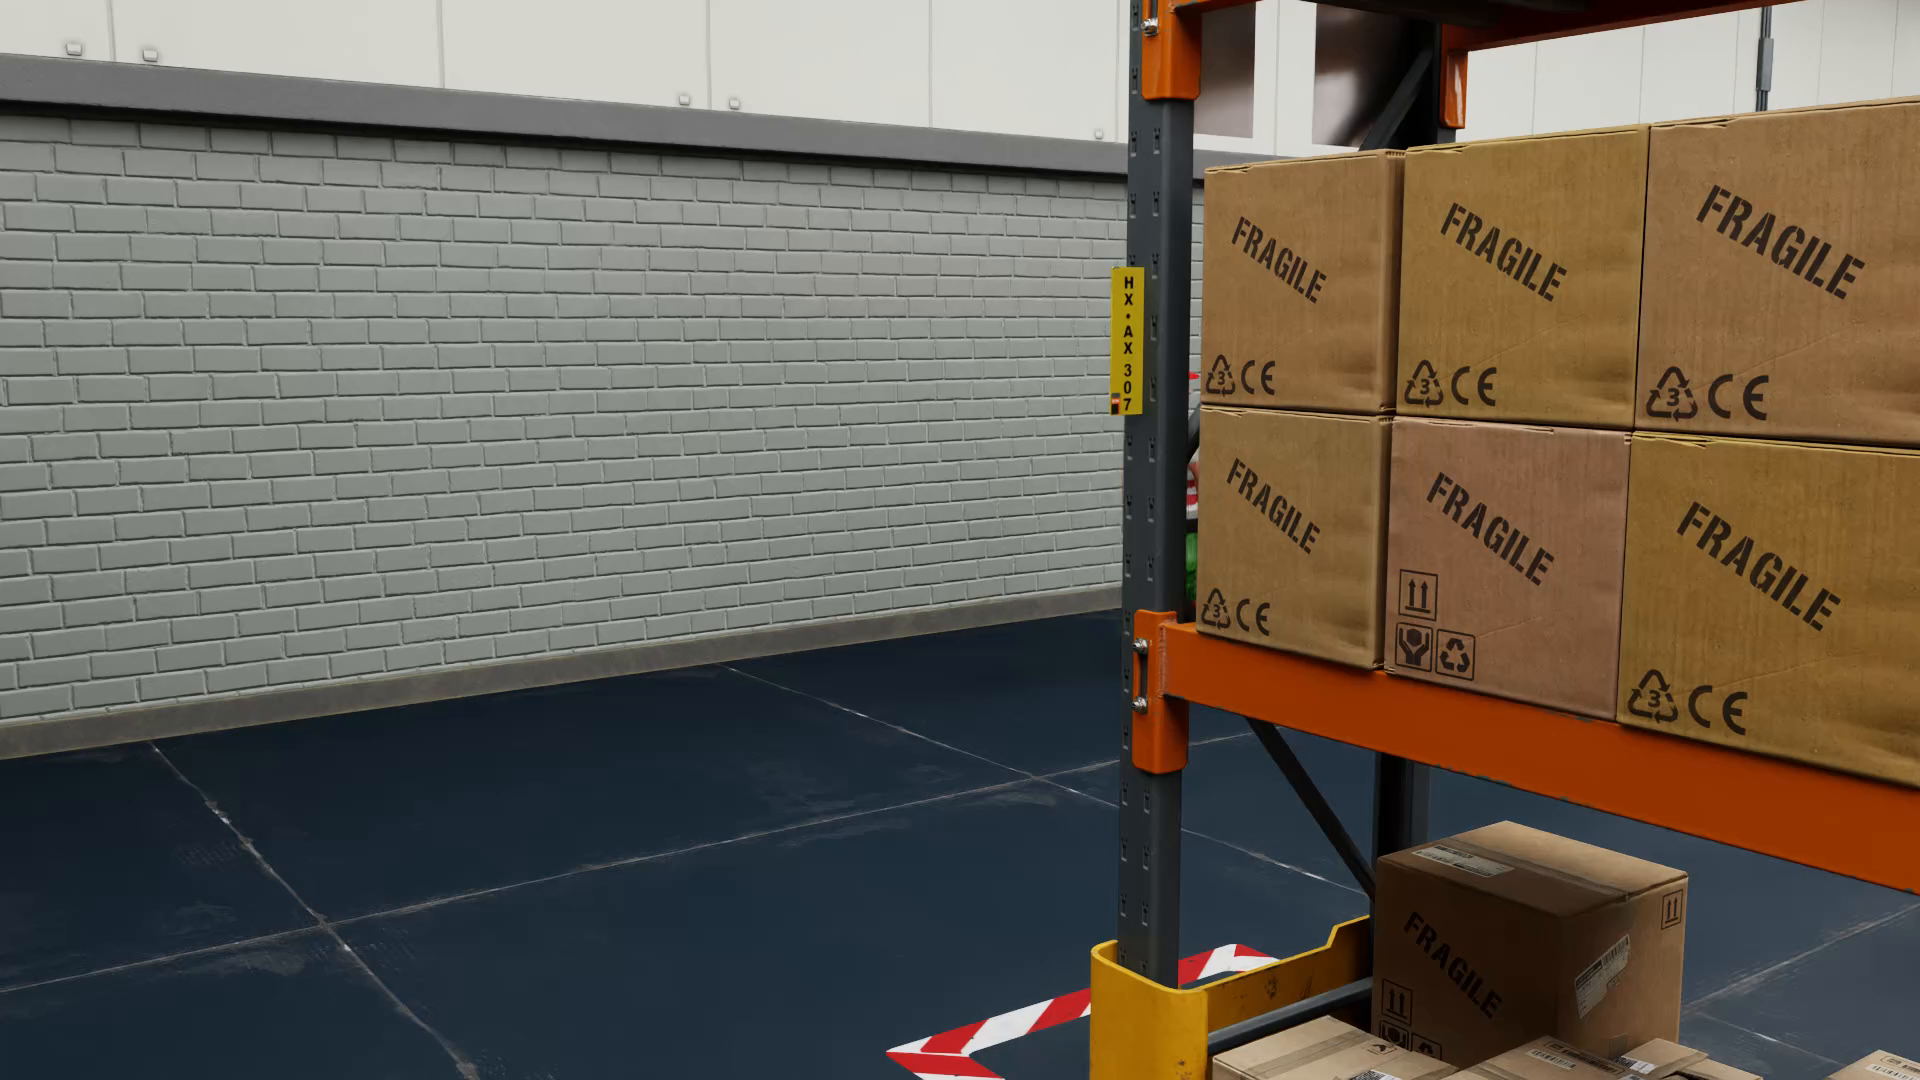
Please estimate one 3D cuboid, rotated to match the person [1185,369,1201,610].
[{"bbox_3d":[1.304,-0.166,9.503,0.969,1.745,0.571,-4,9,-30],"label":"person"}]
